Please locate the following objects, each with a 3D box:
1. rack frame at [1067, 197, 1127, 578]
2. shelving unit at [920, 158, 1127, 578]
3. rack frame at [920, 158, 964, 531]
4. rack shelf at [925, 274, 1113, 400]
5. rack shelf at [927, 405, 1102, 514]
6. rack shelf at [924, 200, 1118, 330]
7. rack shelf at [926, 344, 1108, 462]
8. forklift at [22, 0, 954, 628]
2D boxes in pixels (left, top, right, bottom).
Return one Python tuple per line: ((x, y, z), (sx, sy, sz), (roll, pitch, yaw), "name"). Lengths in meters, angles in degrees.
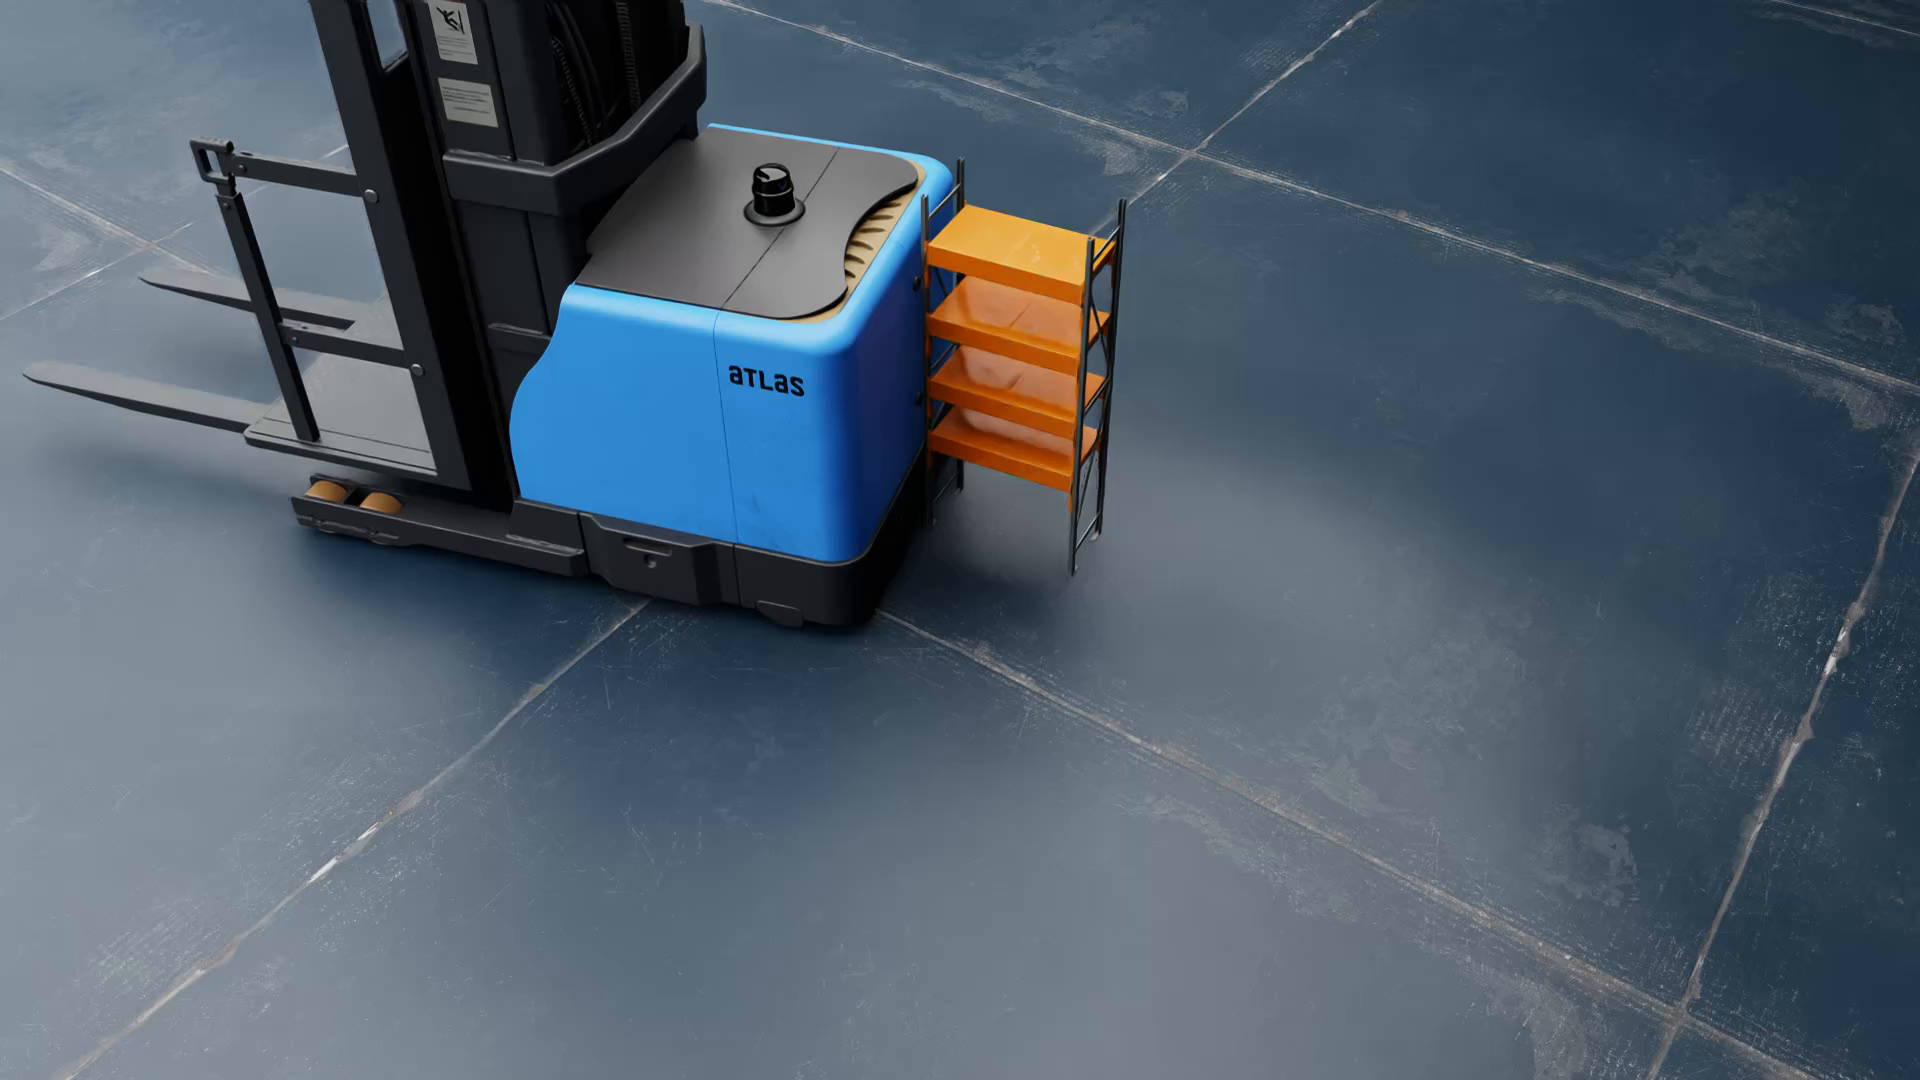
((0.389, -0.403, 4.801), (0.015, 1.200, 0.240), (18, 45, 19), "rack frame")
((0.171, -0.476, 4.882), (0.503, 1.200, 0.258), (18, 45, 19), "shelving unit")
((-0.048, -0.548, 4.962), (0.015, 1.200, 0.240), (18, 45, 19), "rack frame")
((0.171, -0.592, 4.777), (0.480, 0.148, 0.258), (18, 45, 19), "rack shelf")
((0.171, -0.277, 5.059), (0.480, 0.148, 0.258), (18, 45, 19), "rack shelf")
((0.171, -0.768, 4.620), (0.480, 0.148, 0.258), (18, 45, 19), "rack shelf")
((0.171, -0.425, 4.926), (0.480, 0.148, 0.258), (18, 45, 19), "rack shelf")
((-1.582, -1.399, 4.616), (3.031, 2.935, 1.130), (12, 43, 13), "forklift")
